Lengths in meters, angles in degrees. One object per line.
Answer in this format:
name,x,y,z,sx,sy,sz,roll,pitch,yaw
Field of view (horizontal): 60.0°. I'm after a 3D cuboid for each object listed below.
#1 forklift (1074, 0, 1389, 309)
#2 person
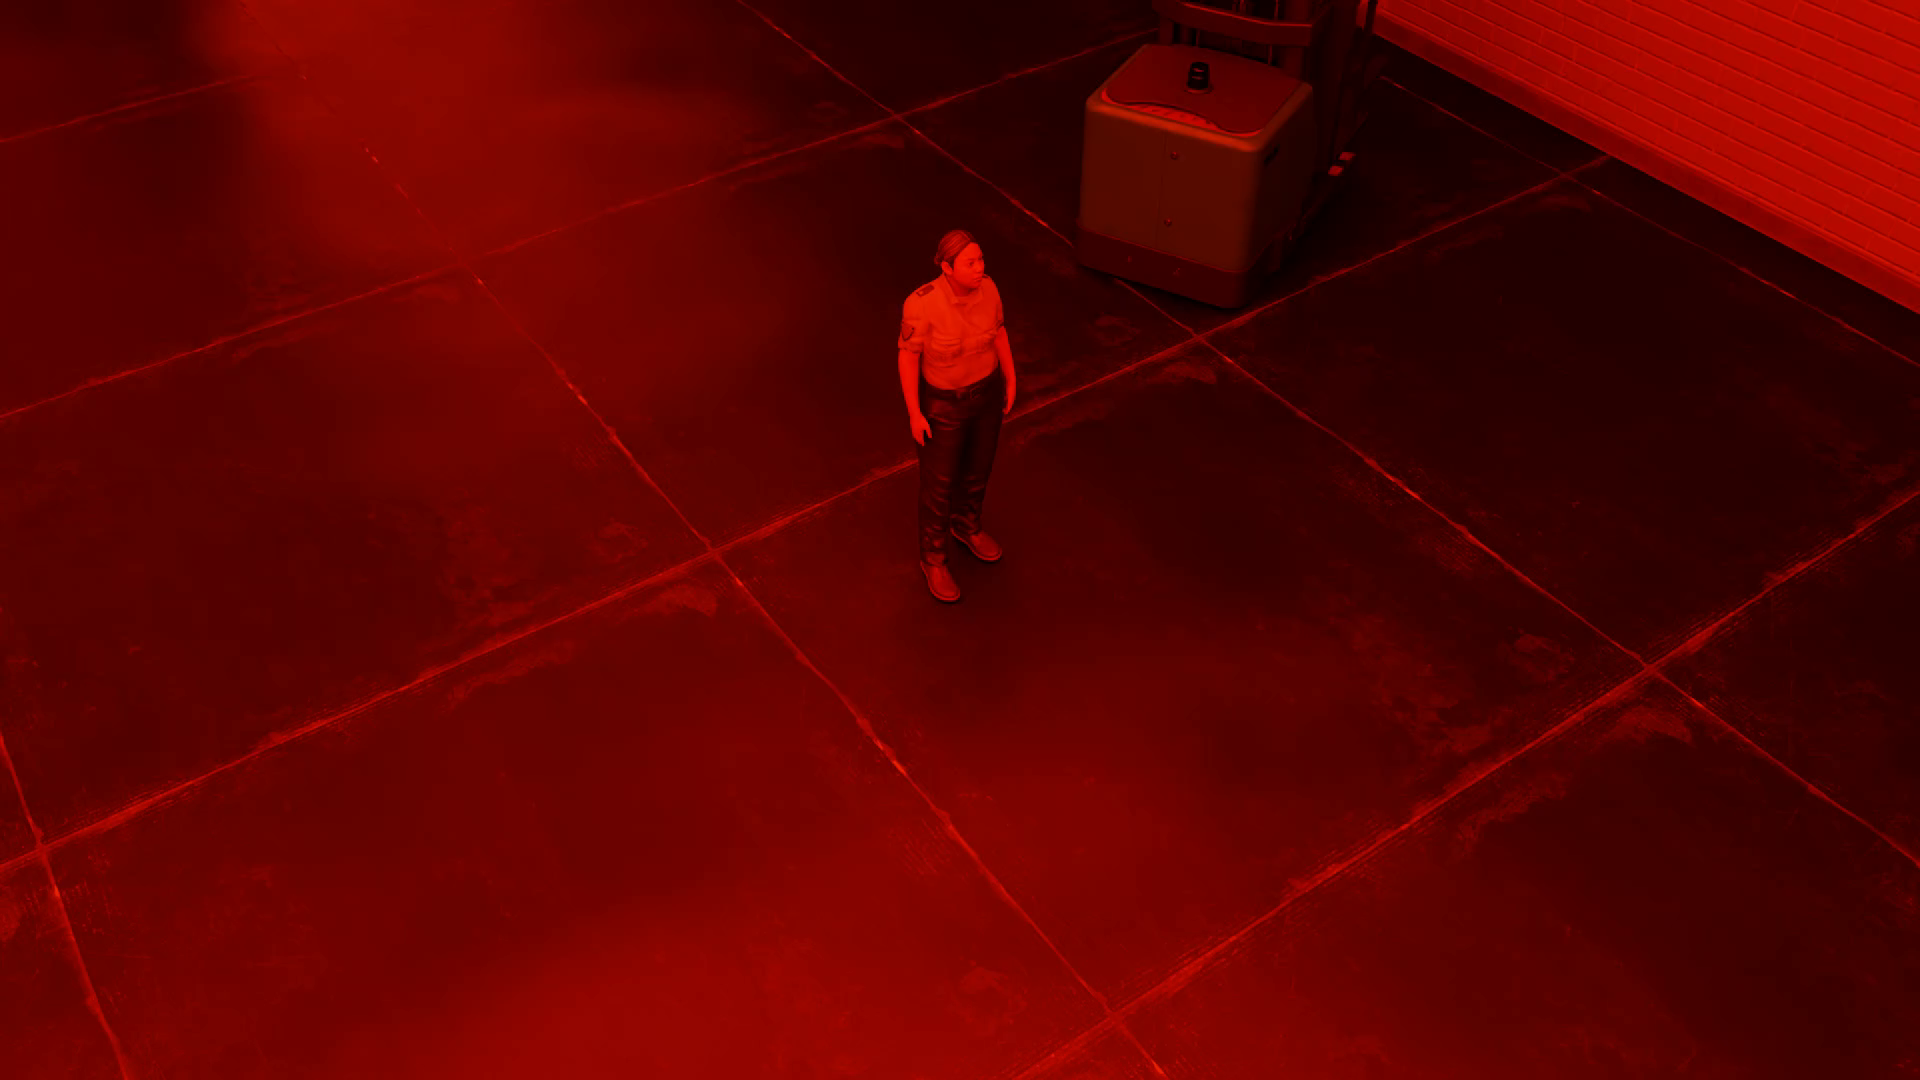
forklift,1.813,-3.339,9.339,1.130,2.935,3.031,21,47,21
person,0.033,-0.553,7.252,0.599,1.650,0.503,-25,48,-25
